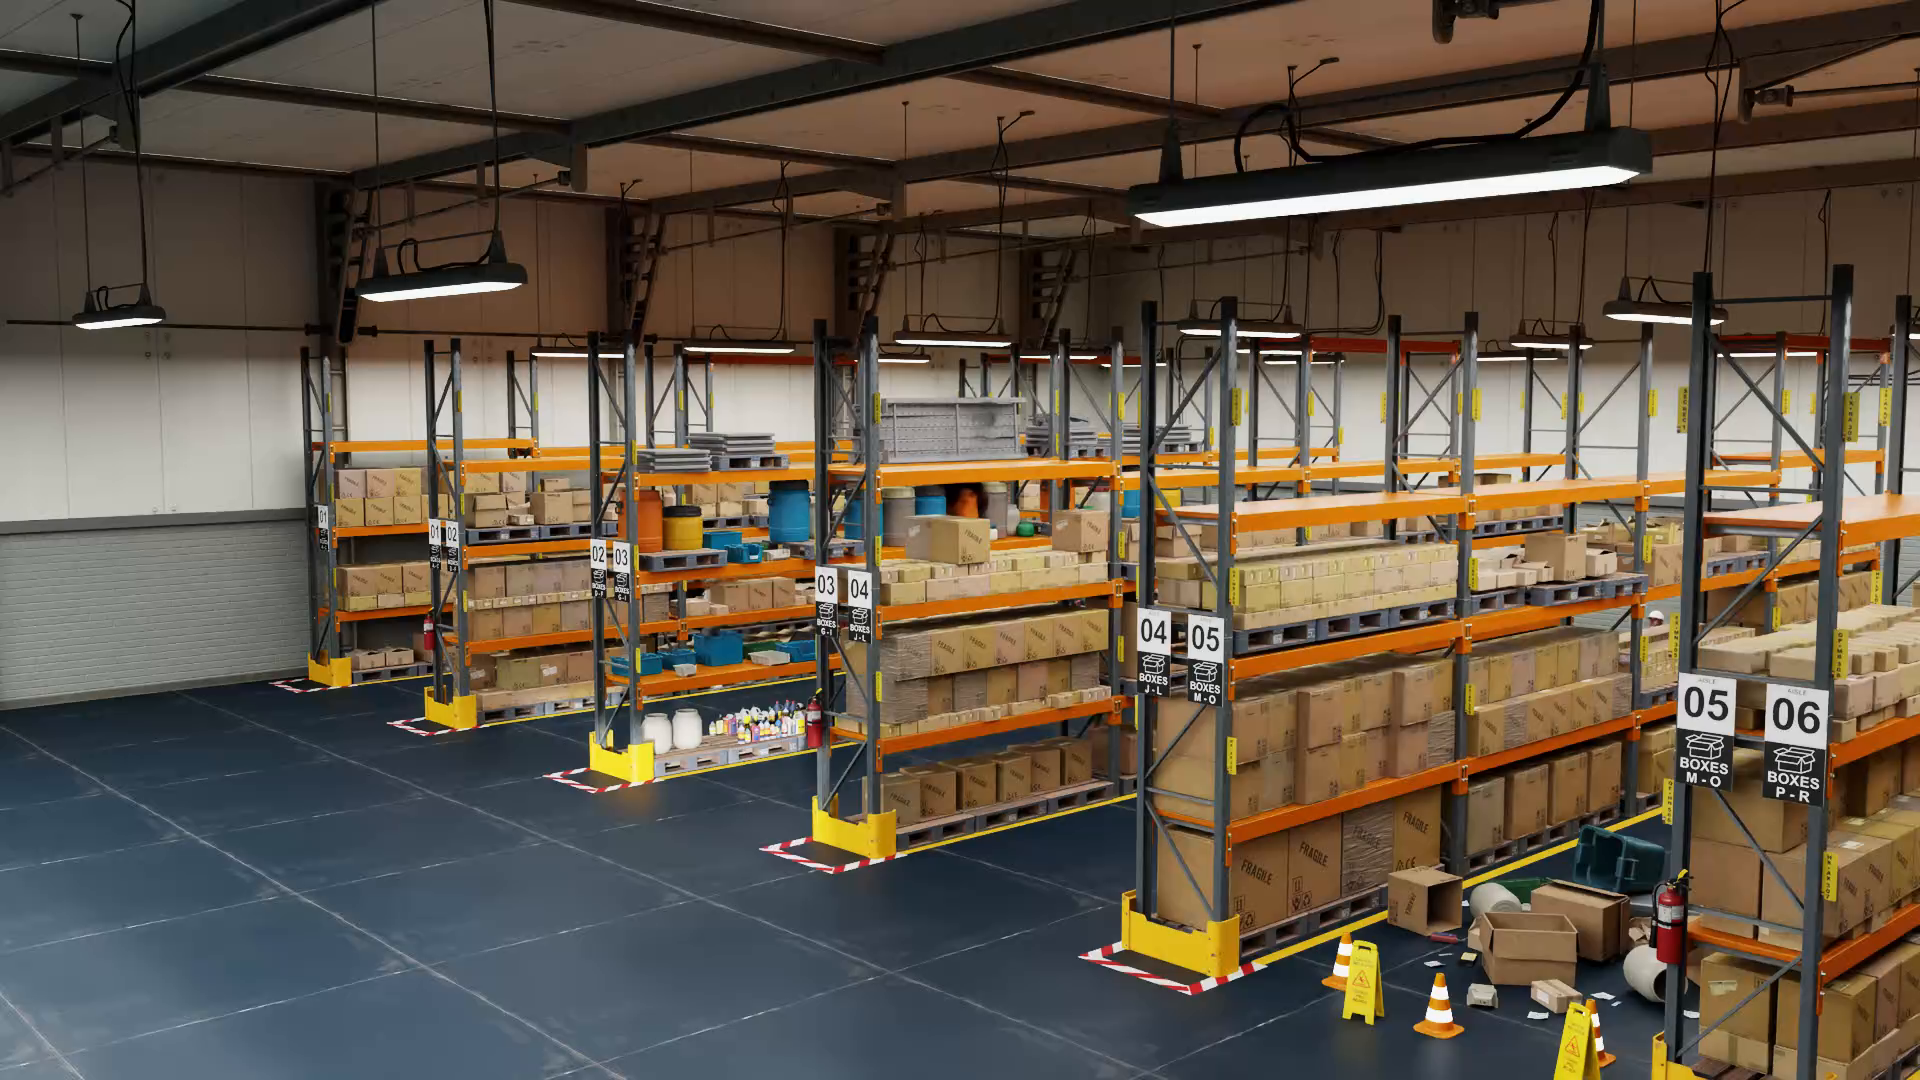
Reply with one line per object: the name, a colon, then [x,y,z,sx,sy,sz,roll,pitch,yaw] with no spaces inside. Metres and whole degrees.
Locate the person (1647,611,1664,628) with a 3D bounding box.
person: [10.928,1.992,26.152,0.937,1.775,0.673,-5,7,-43]

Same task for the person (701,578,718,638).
person: [-4.807,1.511,32.194,0.584,1.672,0.557,5,7,43]

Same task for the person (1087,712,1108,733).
person: [2.041,1.835,24.114,0.636,1.837,0.789,5,7,42]
